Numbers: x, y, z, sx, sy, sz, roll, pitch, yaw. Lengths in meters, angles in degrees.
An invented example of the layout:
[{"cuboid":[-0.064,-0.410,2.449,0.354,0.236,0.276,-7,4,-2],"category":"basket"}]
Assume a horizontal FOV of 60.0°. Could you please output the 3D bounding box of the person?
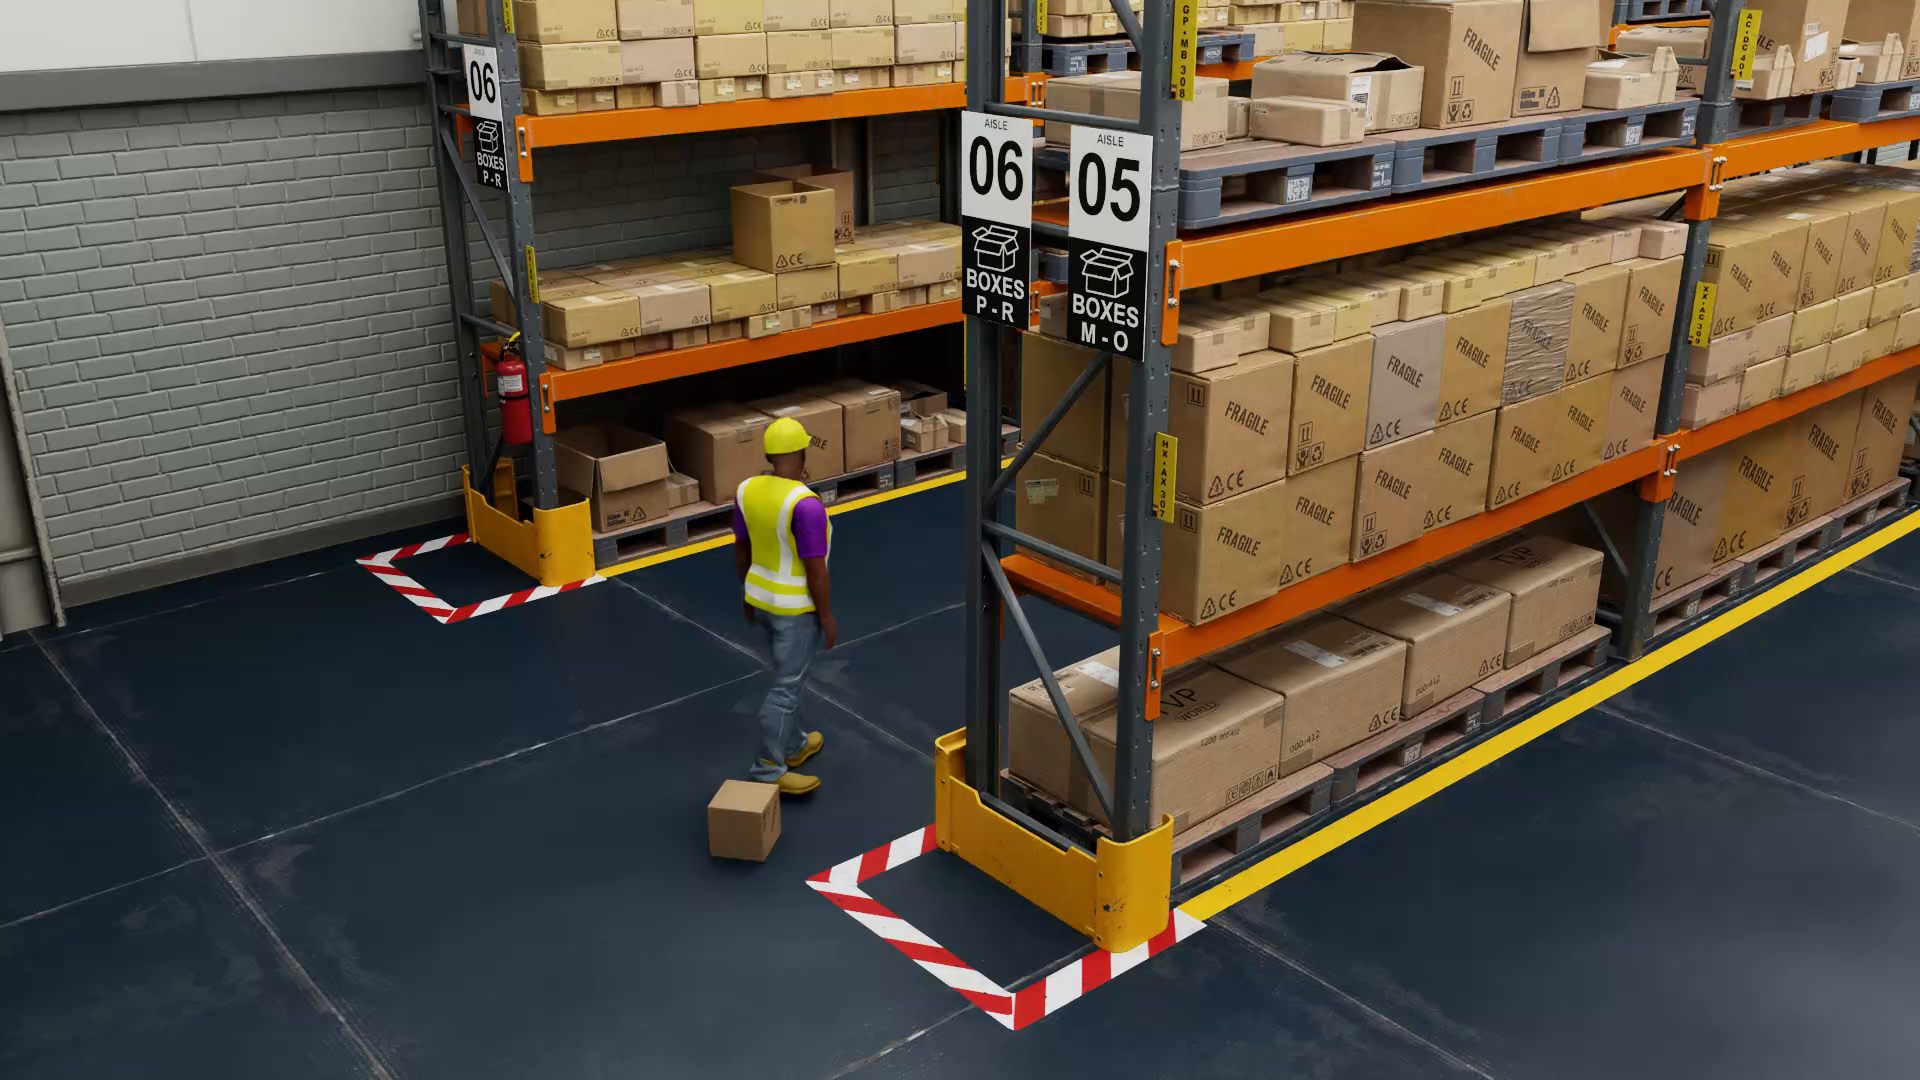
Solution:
[{"cuboid":[-0.804,0.300,7.759,0.562,1.766,0.589,-17,27,-38],"category":"person"}]
